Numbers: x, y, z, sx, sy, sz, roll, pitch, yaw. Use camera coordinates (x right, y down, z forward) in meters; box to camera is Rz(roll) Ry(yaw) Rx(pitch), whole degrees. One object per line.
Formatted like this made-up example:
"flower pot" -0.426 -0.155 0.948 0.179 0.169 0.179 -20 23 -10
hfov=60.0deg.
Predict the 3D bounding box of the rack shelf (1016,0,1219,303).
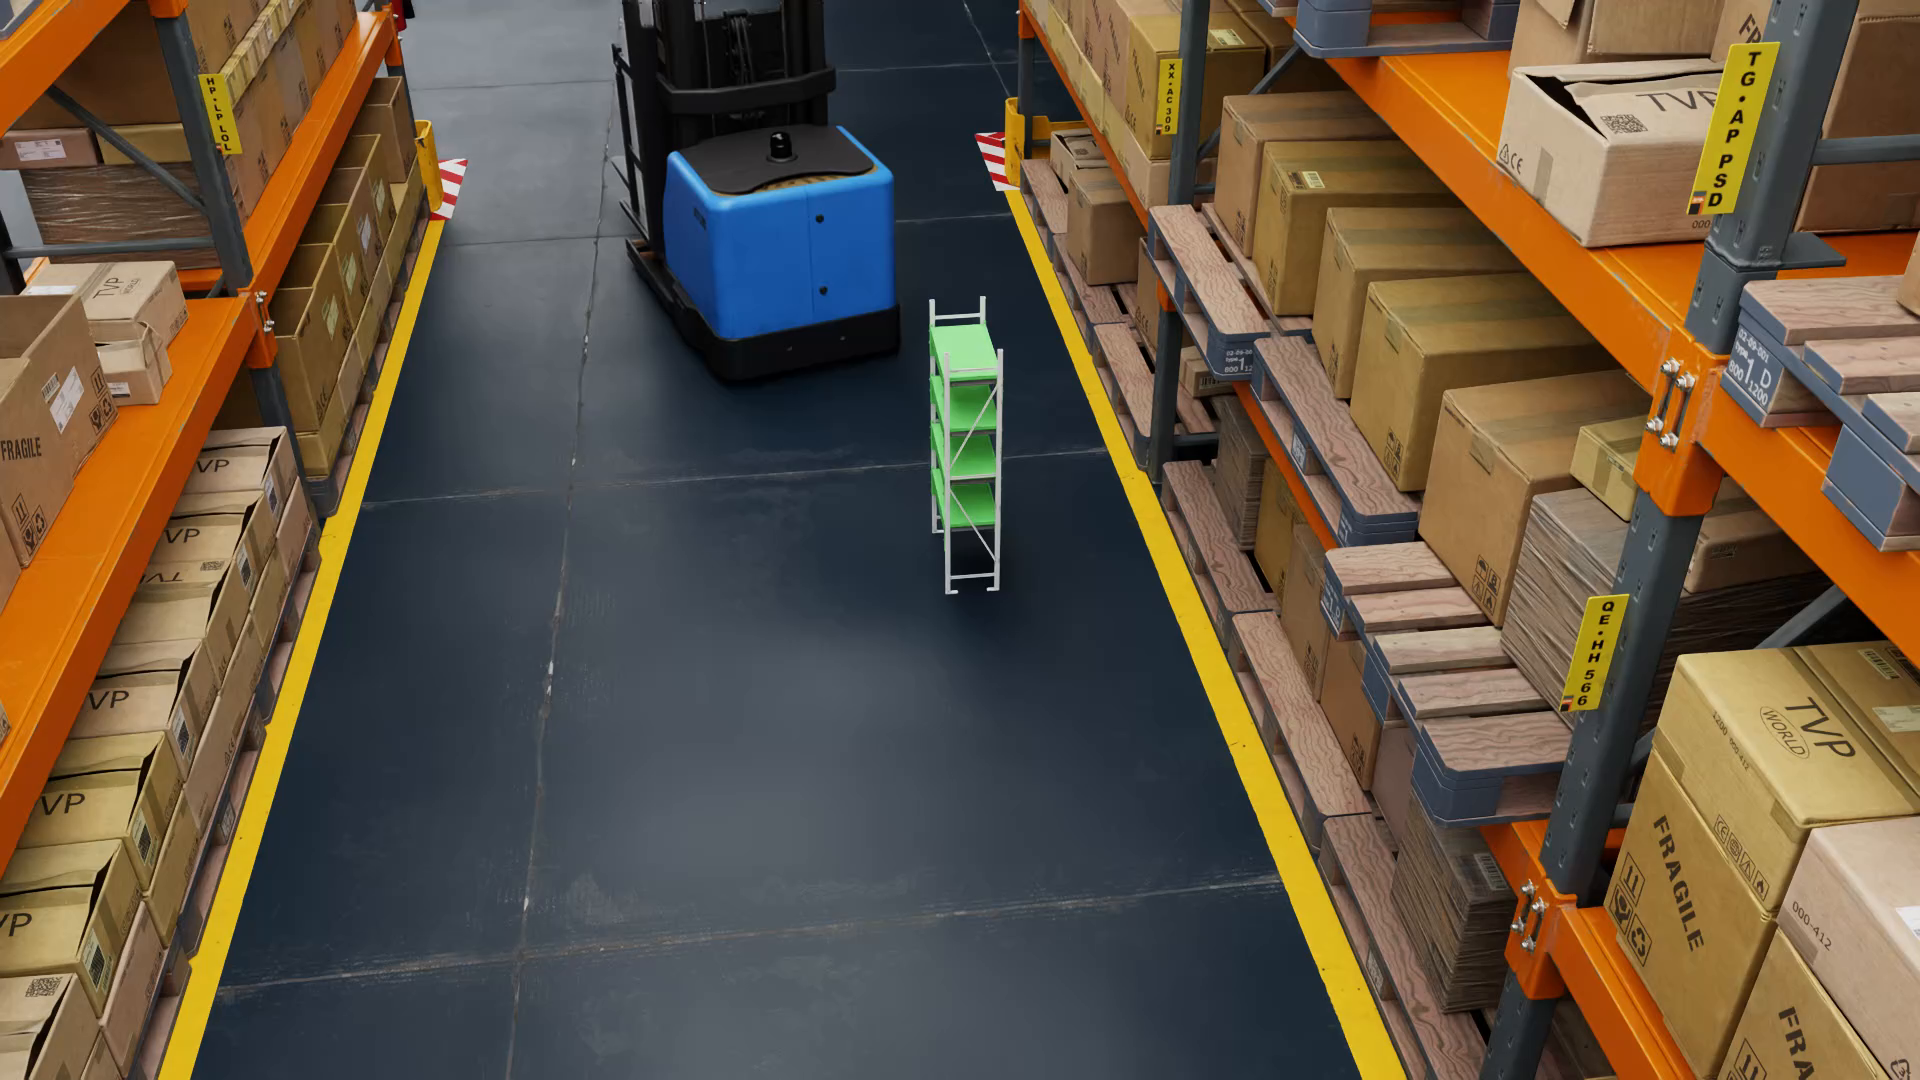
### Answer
"rack shelf" 1.161 -2.394 9.238 1.077 0.370 4.000 -4 35 -6

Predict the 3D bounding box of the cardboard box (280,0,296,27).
"cardboard box" -3.565 -2.675 8.347 0.380 0.149 0.250 -5 35 -7

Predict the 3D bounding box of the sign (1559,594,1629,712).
"sign" 1.431 0.258 3.750 0.100 0.325 0.005 -4 35 -6

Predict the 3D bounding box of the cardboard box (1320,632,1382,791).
"cardboard box" 1.771 0.539 6.124 0.700 0.500 0.500 -5 35 -7

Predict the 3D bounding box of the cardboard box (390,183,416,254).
"cardboard box" -3.572 -1.912 9.961 0.500 0.250 0.500 -4 35 -6

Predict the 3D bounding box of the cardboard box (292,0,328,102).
"cardboard box" -3.830 -2.639 8.871 0.700 0.500 0.500 -4 34 -6

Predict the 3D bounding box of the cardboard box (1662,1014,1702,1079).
"cardboard box" 1.808 1.095 3.684 0.380 0.149 0.250 -4 34 -6

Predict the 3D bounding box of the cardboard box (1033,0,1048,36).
"cardboard box" 0.727 -3.168 9.851 0.500 0.250 0.500 -5 35 -8

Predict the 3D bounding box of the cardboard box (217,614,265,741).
"cardboard box" -3.000 0.542 6.359 0.500 0.250 0.500 -4 34 -5

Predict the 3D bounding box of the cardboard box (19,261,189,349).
"cardboard box" -3.369 -0.864 6.488 0.500 0.250 0.500 -2 34 -3

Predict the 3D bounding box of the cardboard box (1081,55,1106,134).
"cardboard box" 0.924 -2.321 8.607 0.500 0.250 0.500 -5 35 -7

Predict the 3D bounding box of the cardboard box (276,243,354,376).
"cardboard box" -3.305 -1.106 8.112 0.500 0.500 0.500 -4 35 -6

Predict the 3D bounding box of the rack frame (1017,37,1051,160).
"rack frame" 0.892 -3.807 10.673 1.000 3.000 0.127 -4 35 -6

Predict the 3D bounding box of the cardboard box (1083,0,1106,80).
"cardboard box" 0.930 -2.631 8.397 0.500 0.500 0.500 -5 35 -8

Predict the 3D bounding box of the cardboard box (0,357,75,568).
"cardboard box" -3.253 -0.236 5.343 0.500 0.500 0.500 -4 35 -6

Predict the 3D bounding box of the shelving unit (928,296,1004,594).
"shelving unit" 0.022 -0.403 7.277 0.258 1.200 0.503 -4 35 -6

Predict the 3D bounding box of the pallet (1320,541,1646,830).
"pallet" 1.767 0.347 4.748 1.213 0.211 1.003 -4 35 -6

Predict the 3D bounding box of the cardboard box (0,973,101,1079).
"cardboard box" -2.720 1.451 4.528 0.500 0.311 0.500 -3 34 -5

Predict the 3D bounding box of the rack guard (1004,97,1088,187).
"rack guard" 0.902 -2.732 11.314 1.175 0.500 0.348 -4 35 -6

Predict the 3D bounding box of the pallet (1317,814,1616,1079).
"pallet" 1.864 1.373 5.547 1.003 0.211 1.213 -4 35 -6

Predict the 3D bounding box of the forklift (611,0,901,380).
"forklift" -1.396 -2.882 9.376 1.130 2.935 3.031 -14 37 -20

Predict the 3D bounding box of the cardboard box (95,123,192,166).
"cardboard box" -3.322 -1.672 6.874 0.380 0.149 0.250 -4 35 -6

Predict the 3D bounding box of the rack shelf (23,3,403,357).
"rack shelf" -3.747 -2.016 8.684 1.077 0.370 4.000 -4 35 -6

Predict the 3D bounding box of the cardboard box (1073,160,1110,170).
"cardboard box" 0.973 -2.167 10.263 0.500 0.311 0.500 -2 34 -2

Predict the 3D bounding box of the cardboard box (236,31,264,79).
"cardboard box" -3.461 -2.242 7.711 0.380 0.149 0.250 -5 35 -8

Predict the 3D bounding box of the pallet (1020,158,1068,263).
"pallet" 0.976 -2.156 10.727 1.003 0.211 1.213 -4 35 -6

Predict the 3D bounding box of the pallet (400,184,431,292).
"pallet" -3.872 -1.854 10.283 1.003 0.211 1.213 -4 35 -6

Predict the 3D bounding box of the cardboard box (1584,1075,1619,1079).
"cardboard box" 1.937 1.792 3.992 0.750 0.750 0.750 -5 35 -7

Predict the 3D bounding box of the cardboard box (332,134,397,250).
"cardboard box" -3.500 -1.943 9.341 0.500 0.500 0.500 -4 35 -6

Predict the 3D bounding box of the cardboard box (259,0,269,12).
"cardboard box" -3.747 -2.862 8.046 0.700 0.500 0.500 -4 35 -6

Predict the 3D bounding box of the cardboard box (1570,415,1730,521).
"cardboard box" 1.834 -0.203 4.328 0.380 0.149 0.250 -10 36 -14

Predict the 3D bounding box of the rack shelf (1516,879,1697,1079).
"rack shelf" 2.237 2.071 2.687 1.077 0.370 4.000 -4 35 -6

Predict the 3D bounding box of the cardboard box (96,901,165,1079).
"cardboard box" -2.788 1.402 5.097 0.500 0.250 0.500 -5 35 -8

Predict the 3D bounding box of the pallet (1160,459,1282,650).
"pallet" 1.536 0.012 7.545 1.003 0.211 1.213 -4 35 -6

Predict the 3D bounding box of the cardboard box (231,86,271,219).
"cardboard box" -3.621 -1.780 7.609 0.700 0.500 0.500 -5 35 -7

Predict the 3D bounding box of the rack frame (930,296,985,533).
"rack frame" -0.011 -0.540 7.476 0.240 1.200 0.015 -4 35 -6

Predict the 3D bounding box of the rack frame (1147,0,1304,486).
"rack frame" 1.430 -1.575 7.397 1.000 3.000 0.127 -4 35 -6

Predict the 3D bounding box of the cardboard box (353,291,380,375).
"cardboard box" -3.364 -1.075 8.733 0.500 0.250 0.500 -4 35 -6

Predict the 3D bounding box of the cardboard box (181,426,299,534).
"cardboard box" -3.140 -0.262 7.042 0.500 0.311 0.500 -4 35 -6

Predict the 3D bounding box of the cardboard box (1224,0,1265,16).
"cardboard box" 1.508 -2.398 8.055 0.500 0.500 0.500 -5 35 -7

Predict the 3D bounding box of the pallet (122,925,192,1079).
"pallet" -3.012 1.724 5.032 1.003 0.211 1.213 -4 35 -6

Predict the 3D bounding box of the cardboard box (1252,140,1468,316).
"cardboard box" 1.533 -1.199 6.366 0.700 0.500 0.500 -1 34 -1

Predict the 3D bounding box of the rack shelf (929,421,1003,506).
"rack shelf" 0.022 -0.351 7.313 0.258 0.148 0.480 -4 35 -6

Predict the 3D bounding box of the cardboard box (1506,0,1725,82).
"cardboard box" 1.885 -1.364 4.314 0.797 0.503 0.637 0 34 0

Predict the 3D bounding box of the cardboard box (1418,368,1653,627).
"cardboard box" 1.793 -0.137 4.808 0.700 0.500 0.500 -8 35 -11

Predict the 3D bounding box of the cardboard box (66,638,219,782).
"cardboard box" -2.935 0.587 5.796 0.500 0.311 0.500 -5 35 -7

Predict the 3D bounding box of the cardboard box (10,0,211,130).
"cardboard box" -3.544 -2.022 6.813 0.700 0.500 0.500 -4 34 -6

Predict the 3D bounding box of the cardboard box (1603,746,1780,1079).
"cardboard box" 1.780 0.775 3.578 0.500 0.500 0.500 -3 34 -5

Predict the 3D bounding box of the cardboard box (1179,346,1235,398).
"cardboard box" 1.328 -0.882 8.506 0.380 0.166 0.250 -9 35 -13

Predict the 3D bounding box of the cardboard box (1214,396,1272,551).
"cardboard box" 1.545 -0.314 7.377 0.700 0.500 0.500 -3 34 -5
